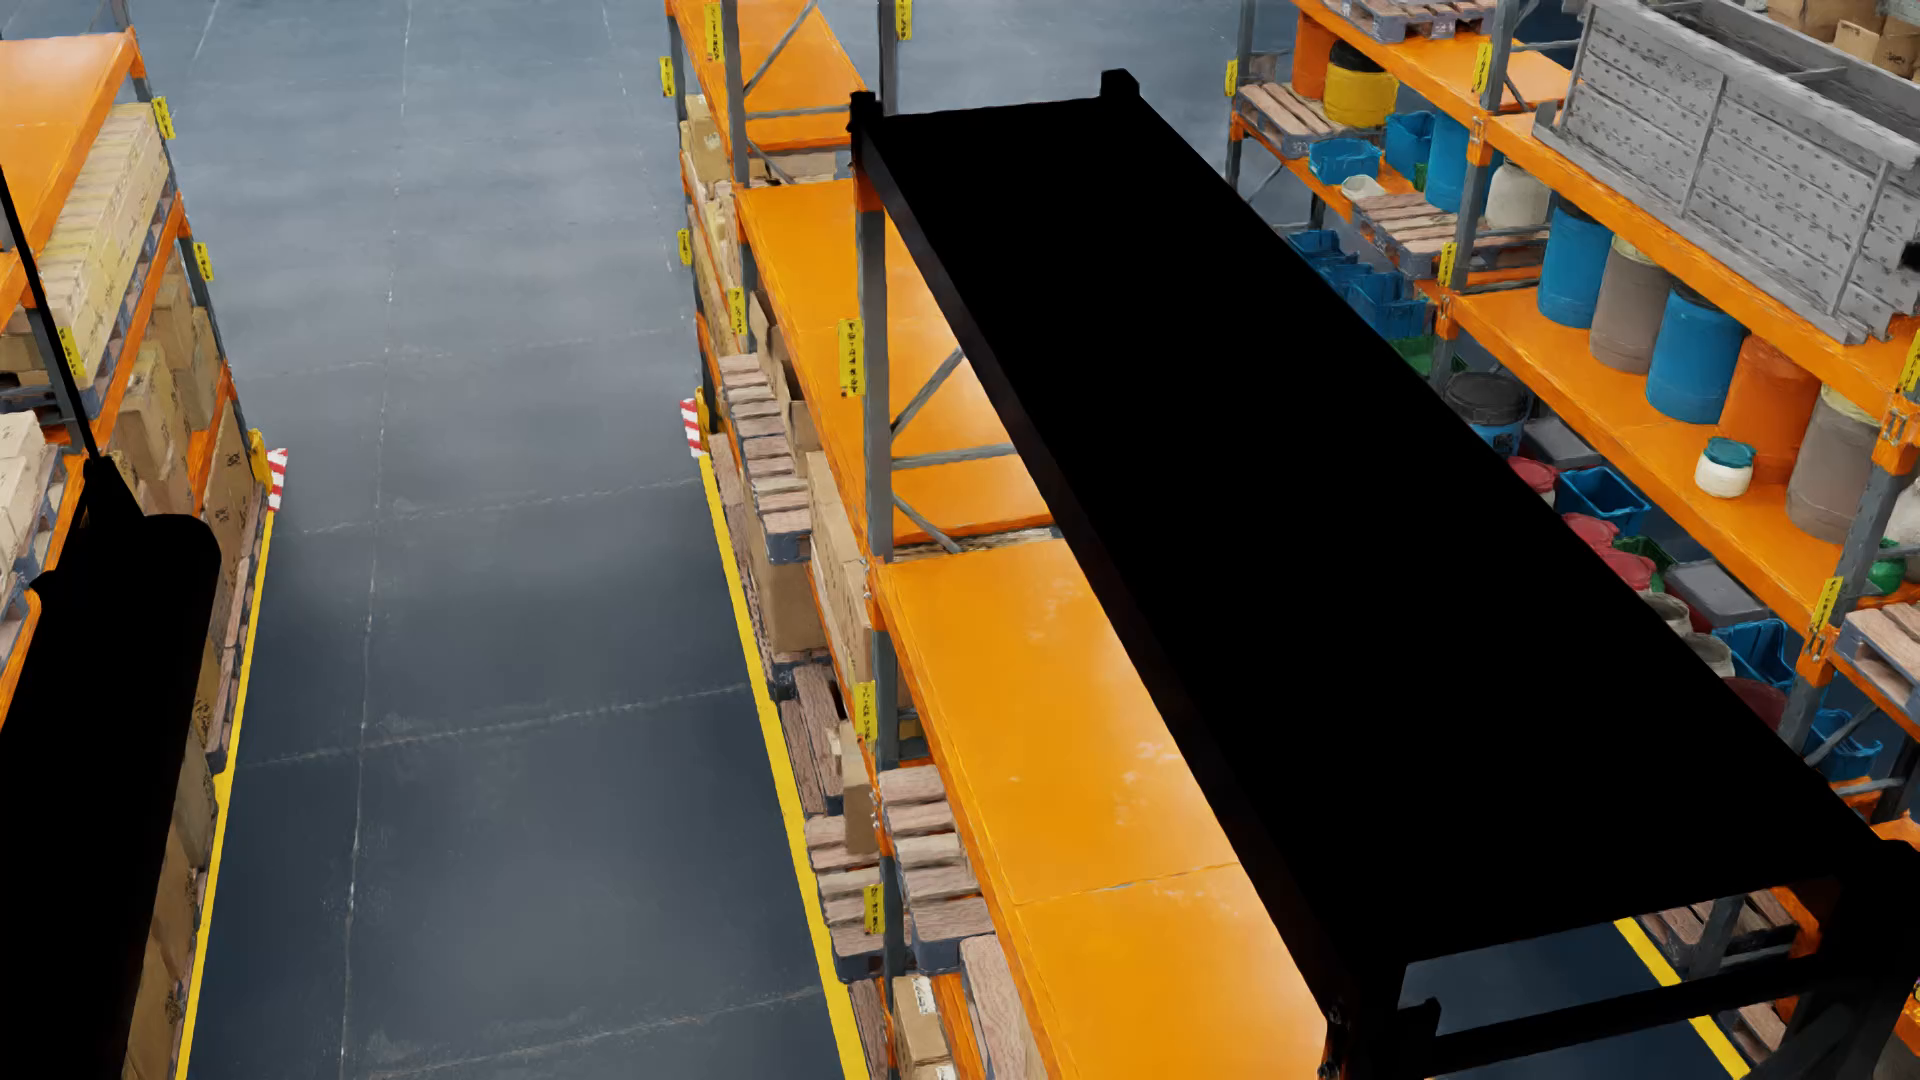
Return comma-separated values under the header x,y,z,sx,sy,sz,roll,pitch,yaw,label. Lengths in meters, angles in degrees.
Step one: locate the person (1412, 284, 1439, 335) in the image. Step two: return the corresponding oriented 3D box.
x,y,z,sx,sy,sz,roll,pitch,yaw,label
4.528,-2.234,15.895,0.514,1.659,0.535,13,36,18,person
